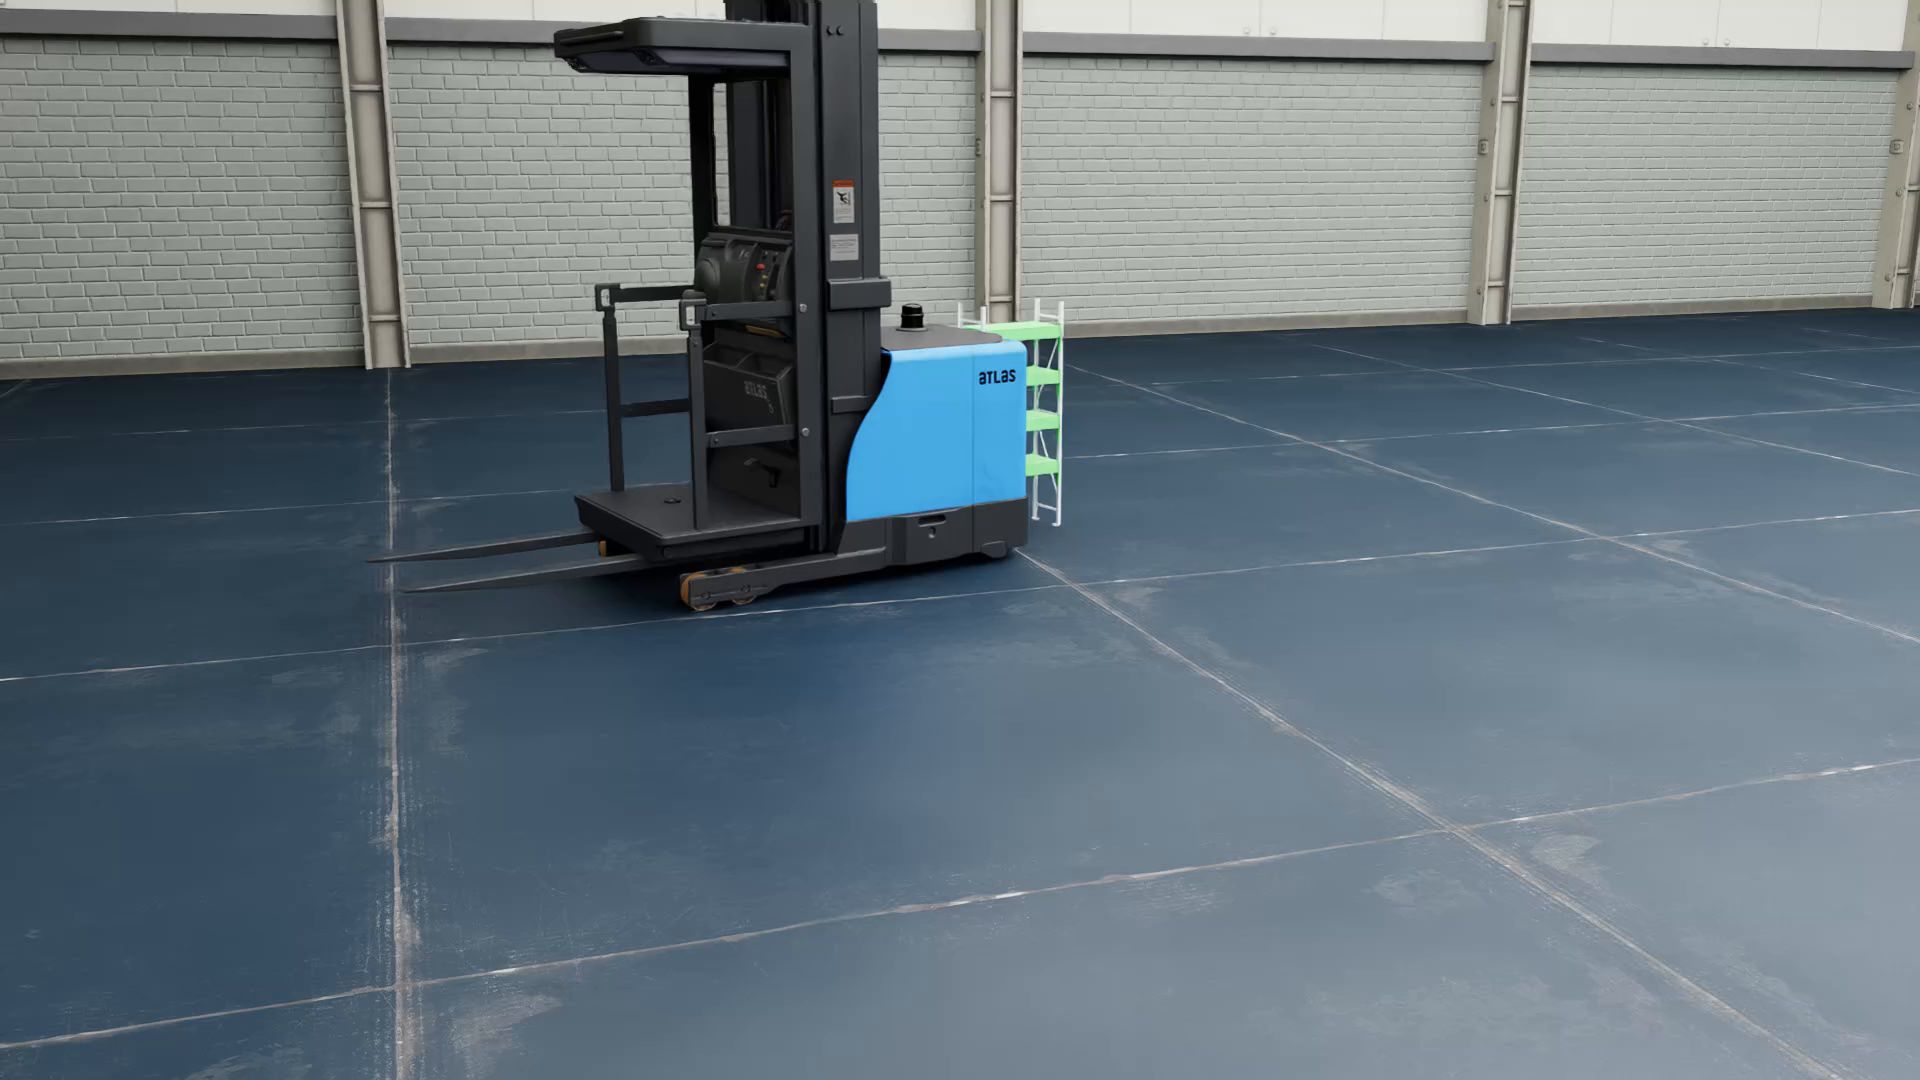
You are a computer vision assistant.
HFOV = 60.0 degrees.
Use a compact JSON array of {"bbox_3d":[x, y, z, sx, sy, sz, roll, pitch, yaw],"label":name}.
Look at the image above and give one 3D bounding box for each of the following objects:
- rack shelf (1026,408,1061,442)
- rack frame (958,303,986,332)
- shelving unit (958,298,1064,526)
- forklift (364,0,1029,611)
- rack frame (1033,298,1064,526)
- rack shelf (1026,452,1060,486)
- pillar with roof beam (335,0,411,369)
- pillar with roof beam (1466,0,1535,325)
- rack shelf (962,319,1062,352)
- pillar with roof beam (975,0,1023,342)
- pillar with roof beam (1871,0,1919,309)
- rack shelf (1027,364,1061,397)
[{"bbox_3d":[0.265,-0.590,8.807,0.480,0.148,0.258,-8,16,-32],"label":"rack shelf"},{"bbox_3d":[0.059,-0.622,8.664,0.015,1.200,0.240,-8,16,-32],"label":"rack frame"},{"bbox_3d":[0.265,-0.652,8.792,0.503,1.200,0.258,-8,16,-32],"label":"shelving unit"},{"bbox_3d":[-1.177,-1.252,7.571,3.031,2.935,1.130,-8,16,-32],"label":"forklift"},{"bbox_3d":[0.471,-0.683,8.920,0.015,1.200,0.240,-8,16,-32],"label":"rack frame"},{"bbox_3d":[0.265,-0.357,8.862,0.480,0.148,0.258,-8,16,-32],"label":"rack shelf"},{"bbox_3d":[-3.925,-5.044,10.403,0.400,9.000,9.100,-4,14,-18],"label":"pillar with roof beam"},{"bbox_3d":[7.448,-5.930,14.127,0.400,9.000,9.100,-4,14,-18],"label":"pillar with roof beam"},{"bbox_3d":[0.265,-1.057,8.696,0.480,0.148,0.258,-8,16,-32],"label":"rack shelf"},{"bbox_3d":[1.762,-5.487,12.265,0.400,9.000,9.100,-4,14,-18],"label":"pillar with roof beam"},{"bbox_3d":[13.135,-6.373,15.988,0.400,9.000,9.100,-4,14,-18],"label":"pillar with roof beam"},{"bbox_3d":[0.265,-0.824,8.751,0.480,0.148,0.258,-8,16,-32],"label":"rack shelf"}]
